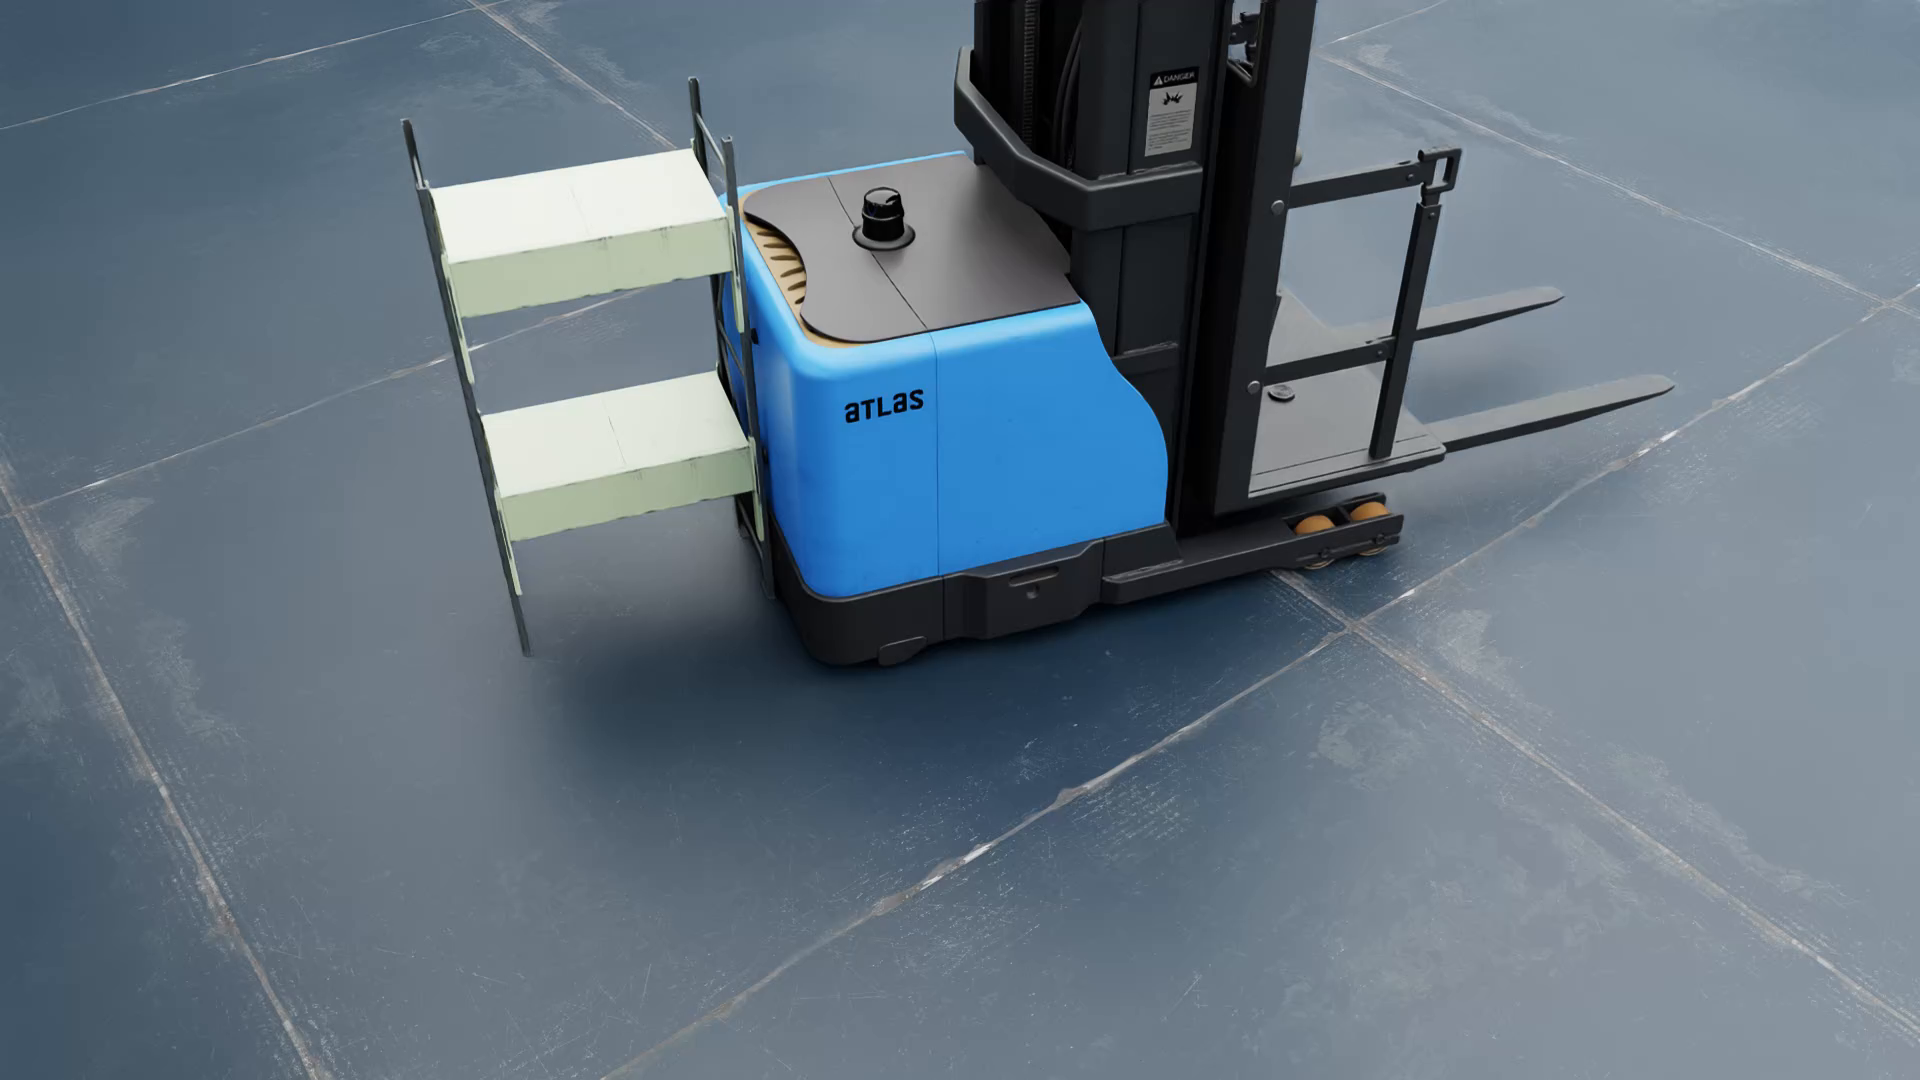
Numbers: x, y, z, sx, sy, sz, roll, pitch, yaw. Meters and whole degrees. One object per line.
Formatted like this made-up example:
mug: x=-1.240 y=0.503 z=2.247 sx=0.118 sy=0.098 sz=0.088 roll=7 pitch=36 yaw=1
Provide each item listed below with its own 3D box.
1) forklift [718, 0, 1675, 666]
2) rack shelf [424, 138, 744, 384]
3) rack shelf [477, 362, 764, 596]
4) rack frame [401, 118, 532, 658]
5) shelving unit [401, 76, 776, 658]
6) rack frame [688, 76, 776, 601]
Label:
forklift: x=0.842 y=-1.345 z=4.579 sx=3.031 sy=2.935 sz=1.130 roll=-13 pitch=41 yaw=-15
rack shelf: x=-0.980 y=-0.740 z=4.354 sx=0.720 sy=0.370 sz=0.431 roll=-13 pitch=41 yaw=-15
rack shelf: x=-0.980 y=-0.186 z=4.809 sx=0.720 sy=0.370 sz=0.431 roll=-13 pitch=41 yaw=-15
rack frame: x=-1.324 y=-0.359 z=4.505 sx=0.023 sy=1.500 sz=0.400 roll=-13 pitch=41 yaw=-15
shelving unit: x=-0.980 y=-0.438 z=4.602 sx=0.755 sy=1.500 sz=0.431 roll=-13 pitch=41 yaw=-15
rack frame: x=-0.636 y=-0.518 z=4.698 sx=0.023 sy=1.500 sz=0.400 roll=-13 pitch=41 yaw=-15
